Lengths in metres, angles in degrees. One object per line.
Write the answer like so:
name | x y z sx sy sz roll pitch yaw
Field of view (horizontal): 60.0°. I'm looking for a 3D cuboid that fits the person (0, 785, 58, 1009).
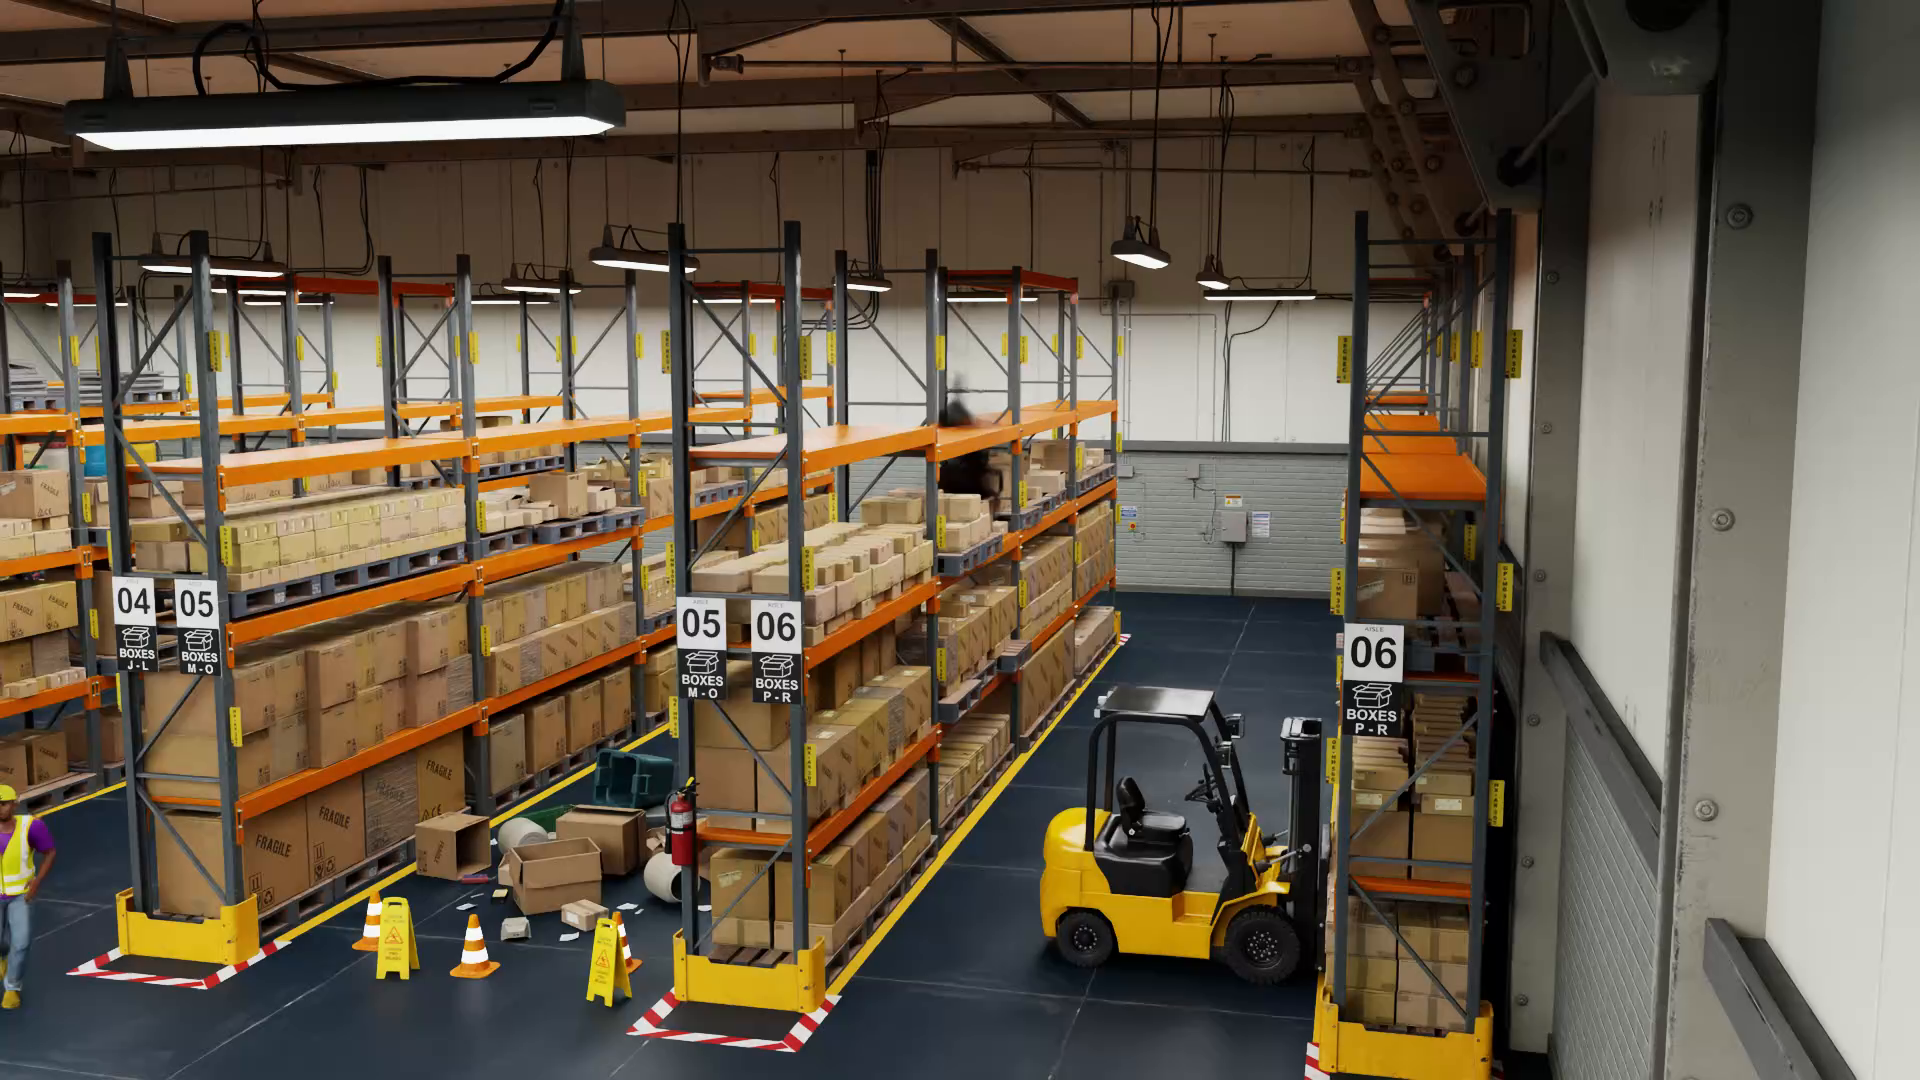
person | -7.448 2.747 12.995 0.723 1.746 0.568 -3 8 -25
